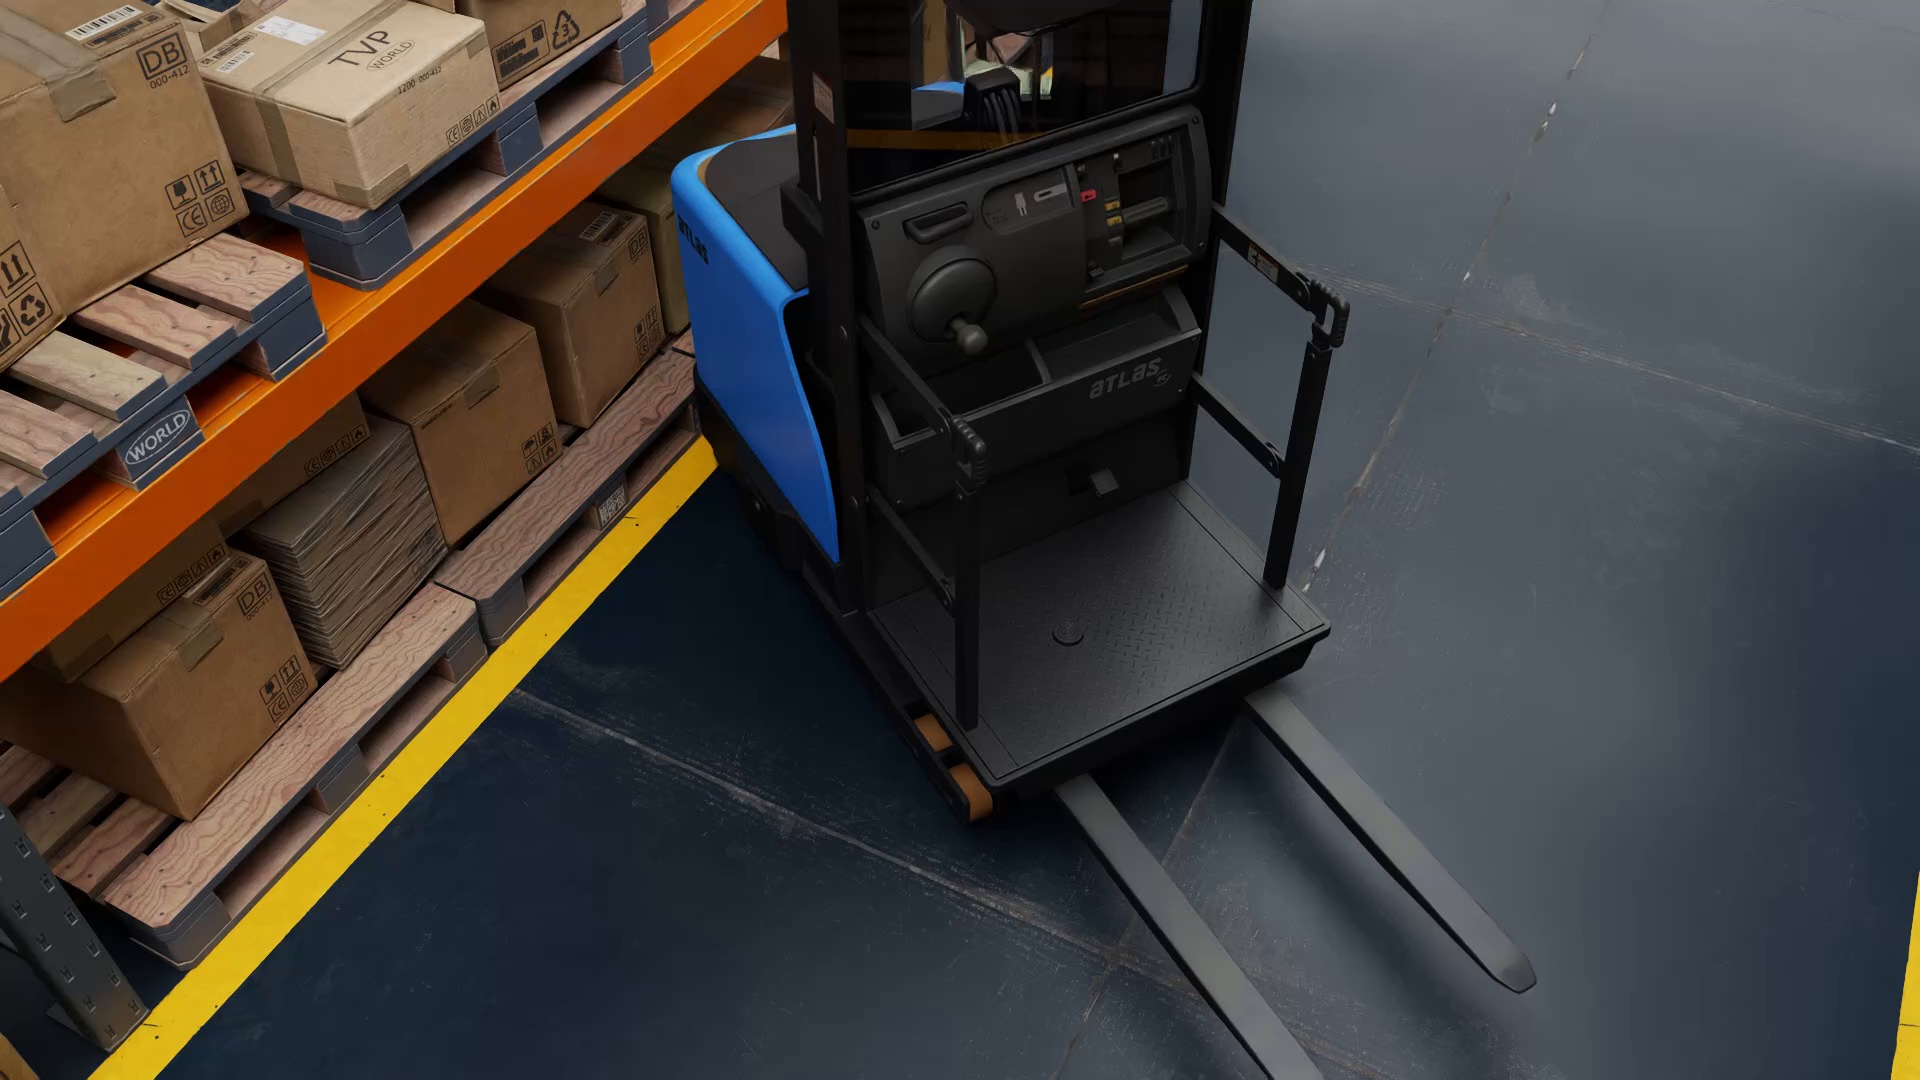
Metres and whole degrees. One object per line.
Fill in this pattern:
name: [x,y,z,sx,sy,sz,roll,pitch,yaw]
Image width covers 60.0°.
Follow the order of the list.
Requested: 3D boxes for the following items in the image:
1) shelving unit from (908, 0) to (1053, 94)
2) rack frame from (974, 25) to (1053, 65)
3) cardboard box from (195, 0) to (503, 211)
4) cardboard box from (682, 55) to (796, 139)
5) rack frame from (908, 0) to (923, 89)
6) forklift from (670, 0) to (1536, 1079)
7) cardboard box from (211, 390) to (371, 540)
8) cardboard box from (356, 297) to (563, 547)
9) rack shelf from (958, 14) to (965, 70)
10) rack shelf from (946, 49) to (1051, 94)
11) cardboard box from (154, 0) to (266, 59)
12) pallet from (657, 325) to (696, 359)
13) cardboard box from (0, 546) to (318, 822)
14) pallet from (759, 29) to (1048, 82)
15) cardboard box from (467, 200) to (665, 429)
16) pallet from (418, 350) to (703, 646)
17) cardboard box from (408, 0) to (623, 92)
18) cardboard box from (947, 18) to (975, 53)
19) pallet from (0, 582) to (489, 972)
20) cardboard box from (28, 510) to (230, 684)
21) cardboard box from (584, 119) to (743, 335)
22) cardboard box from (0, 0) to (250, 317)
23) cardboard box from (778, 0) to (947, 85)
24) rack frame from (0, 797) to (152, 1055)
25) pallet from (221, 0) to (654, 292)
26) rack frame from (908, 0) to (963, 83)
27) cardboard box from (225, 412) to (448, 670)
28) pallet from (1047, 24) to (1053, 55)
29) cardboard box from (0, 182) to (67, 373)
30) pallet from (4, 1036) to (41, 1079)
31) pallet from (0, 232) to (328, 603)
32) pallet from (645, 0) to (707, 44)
shelving unit: [0.034,-1.651,5.806,0.431,1.500,0.755,20,49,25]
rack frame: [0.224,-1.874,6.026,0.400,1.500,0.023,20,49,25]
cardboard box: [-1.482,-1.089,4.027,0.500,0.250,0.500,19,48,18]
cardboard box: [-0.911,-1.430,6.003,0.700,0.500,0.500,17,48,16]
rack frame: [-0.607,-2.534,5.645,1.000,3.000,0.127,20,49,19]
forklift: [0.312,-0.647,3.828,1.130,2.935,3.031,-22,49,-21]
cardboard box: [-1.942,-0.323,4.381,0.500,0.250,0.500,26,51,23]
cardboard box: [-1.667,-0.432,5.016,0.700,0.500,0.500,24,50,22]
rack shelf: [0.010,-1.936,5.540,0.431,0.370,0.720,20,49,25]
rack shelf: [0.054,-1.414,6.029,0.431,0.370,0.720,20,49,25]
cardboard box: [-1.929,-1.254,4.180,0.396,0.266,0.258,19,48,18]
pallet: [-0.967,-1.063,6.152,1.003,0.211,1.213,20,49,19]
cardboard box: [-2.170,0.281,4.311,0.700,0.500,0.500,18,48,17]
pallet: [-0.326,-1.988,7.067,1.003,0.211,1.213,20,49,19]
cardboard box: [-1.408,-0.783,5.363,0.700,0.500,0.500,17,48,16]
pallet: [-1.532,-0.291,5.389,1.003,0.211,1.213,20,49,19]
cardboard box: [-1.330,-1.595,4.350,0.797,0.503,0.637,25,51,23]
cardboard box: [-0.126,-2.405,6.980,0.500,0.500,0.500,-34,55,-29]
pallet: [-2.099,0.474,4.633,1.003,0.211,1.213,20,49,19]
cardboard box: [-2.179,0.014,4.048,0.500,0.250,0.500,22,49,21]
cardboard box: [-1.149,-1.136,5.712,0.700,0.500,0.500,20,49,19]
cardboard box: [-2.078,-0.935,3.699,0.700,0.500,0.500,28,51,25]
cardboard box: [-0.386,-2.042,6.621,0.500,0.500,0.500,19,48,18]
rack frame: [-2.463,-0.014,3.155,1.000,3.000,0.127,20,49,19]
pallet: [-1.581,-1.207,4.469,1.003,0.211,1.213,20,49,19]
rack frame: [-0.155,-1.429,5.586,0.400,1.500,0.023,20,49,25]
cardboard box: [-1.924,-0.072,4.661,0.700,0.500,0.500,17,48,16]
pallet: [0.239,-2.760,7.829,1.003,0.211,1.213,20,49,19]
cardboard box: [-2.248,-0.550,3.319,0.500,0.500,0.500,15,47,14]
pallet: [-2.896,1.438,3.680,1.003,0.211,1.213,20,49,19]
pallet: [-2.227,-0.431,3.702,1.213,0.211,1.003,20,49,19]
pallet: [-1.090,-2.033,5.285,1.003,0.211,1.213,20,49,19]
